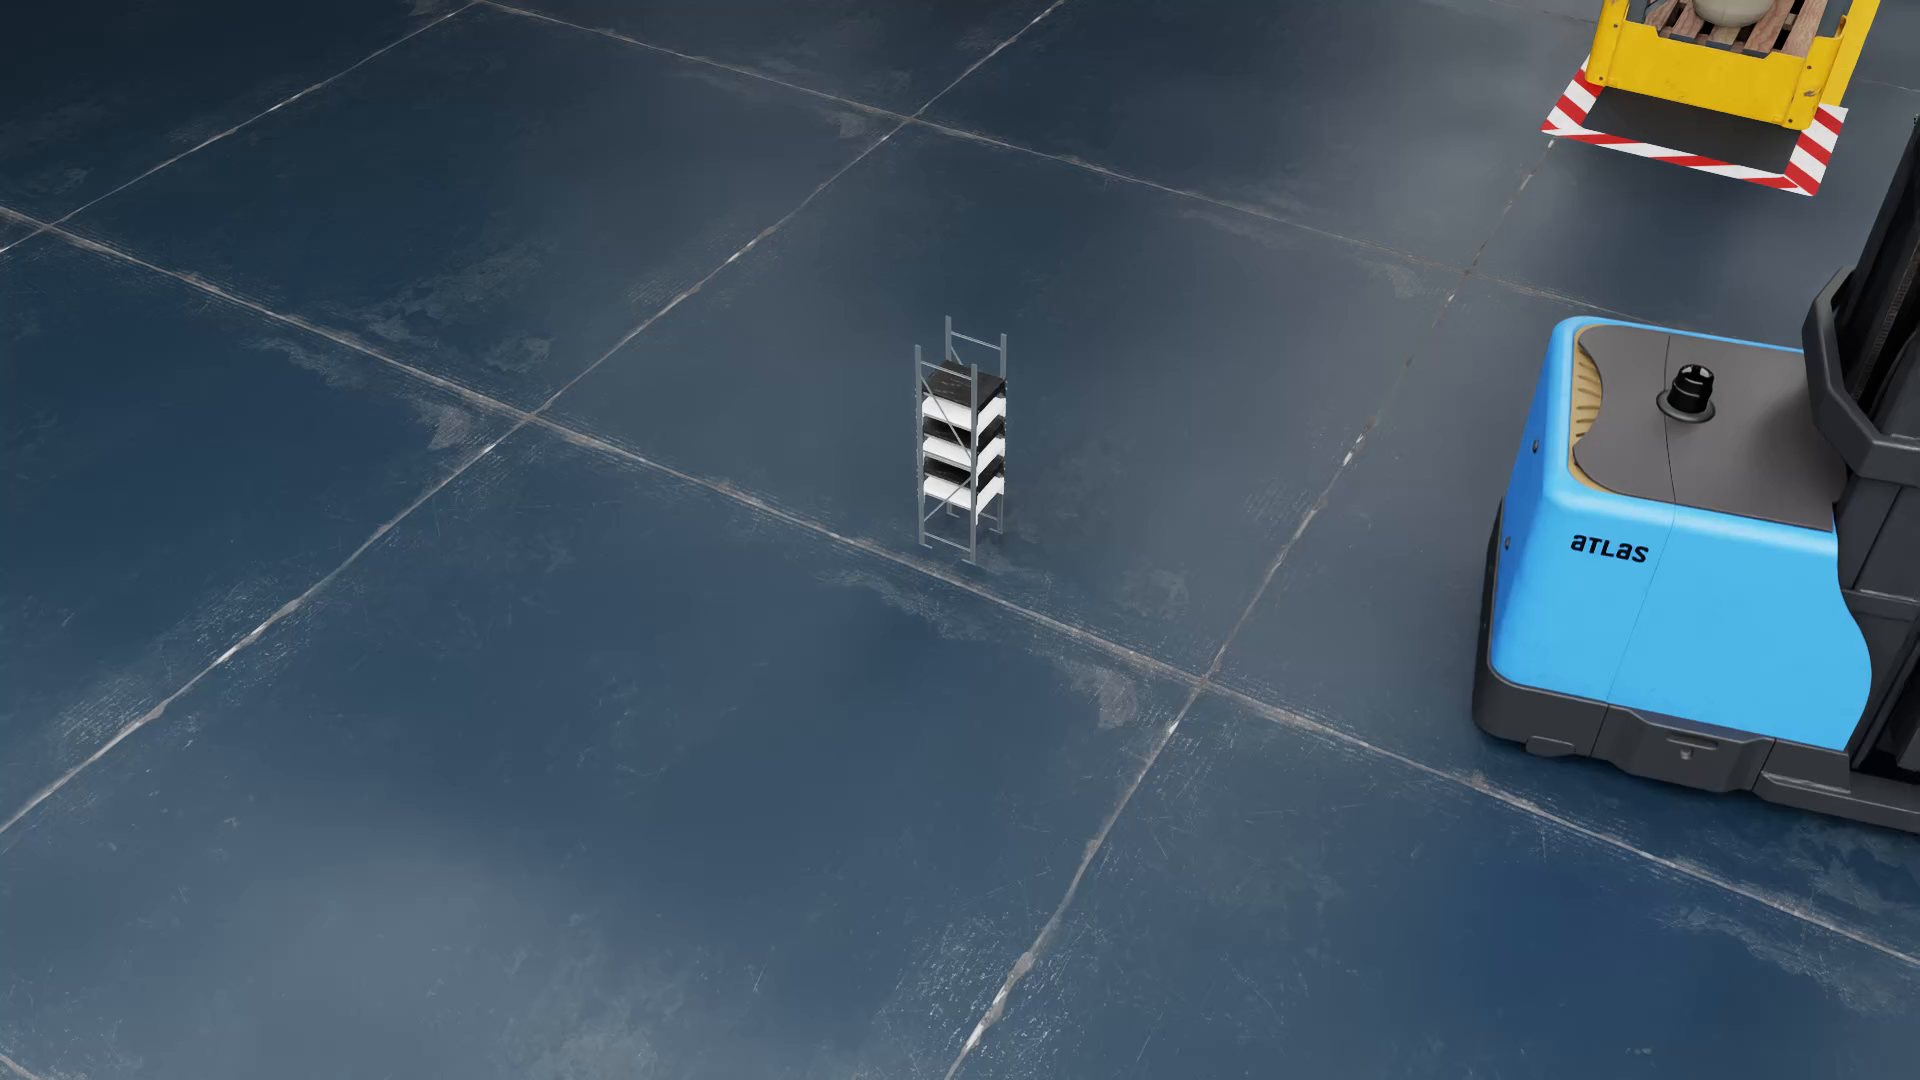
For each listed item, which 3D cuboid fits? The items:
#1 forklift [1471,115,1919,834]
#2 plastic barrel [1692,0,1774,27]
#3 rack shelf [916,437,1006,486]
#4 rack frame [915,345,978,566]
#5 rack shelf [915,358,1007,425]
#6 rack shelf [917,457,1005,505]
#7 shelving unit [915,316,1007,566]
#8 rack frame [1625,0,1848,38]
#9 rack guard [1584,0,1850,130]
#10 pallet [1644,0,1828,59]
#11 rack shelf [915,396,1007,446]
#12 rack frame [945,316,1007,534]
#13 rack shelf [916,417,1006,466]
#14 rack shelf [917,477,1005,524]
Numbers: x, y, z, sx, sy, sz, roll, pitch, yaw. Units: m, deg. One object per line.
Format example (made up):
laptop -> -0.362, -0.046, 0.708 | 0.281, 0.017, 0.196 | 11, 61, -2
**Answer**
forklift -> 3.265, -0.460, 4.555 | 3.031, 2.935, 1.130 | 11, 43, 13
plastic barrel -> 4.259, -3.108, 9.074 | 0.421, 0.512, 0.421 | 0, 41, 0
rack shelf -> 0.004, -0.317, 5.980 | 0.258, 0.077, 0.200 | 21, 45, 22
rack frame -> -0.047, -0.284, 5.892 | 0.240, 0.900, 0.006 | 21, 45, 22
rack shelf -> 0.004, -0.520, 5.801 | 0.258, 0.077, 0.200 | 21, 45, 22
rack shelf -> 0.004, -0.250, 6.039 | 0.258, 0.077, 0.200 | 21, 45, 22
shelving unit -> 0.004, -0.342, 5.958 | 0.258, 0.900, 0.210 | 21, 45, 22
rack frame -> 3.996, -3.482, 7.934 | 1.000, 3.000, 0.127 | 21, 45, 22
rack guard -> 3.993, -2.603, 8.827 | 1.175, 0.500, 0.348 | 21, 45, 22
pallet -> 4.404, -2.958, 9.449 | 1.003, 0.211, 1.213 | 21, 45, 22
rack shelf -> 0.004, -0.452, 5.861 | 0.258, 0.077, 0.200 | 21, 45, 22
rack frame -> 0.055, -0.401, 6.024 | 0.240, 0.900, 0.006 | 21, 45, 22
rack shelf -> 0.004, -0.385, 5.920 | 0.258, 0.077, 0.200 | 21, 45, 22
rack shelf -> 0.004, -0.182, 6.099 | 0.258, 0.077, 0.200 | 21, 45, 22
